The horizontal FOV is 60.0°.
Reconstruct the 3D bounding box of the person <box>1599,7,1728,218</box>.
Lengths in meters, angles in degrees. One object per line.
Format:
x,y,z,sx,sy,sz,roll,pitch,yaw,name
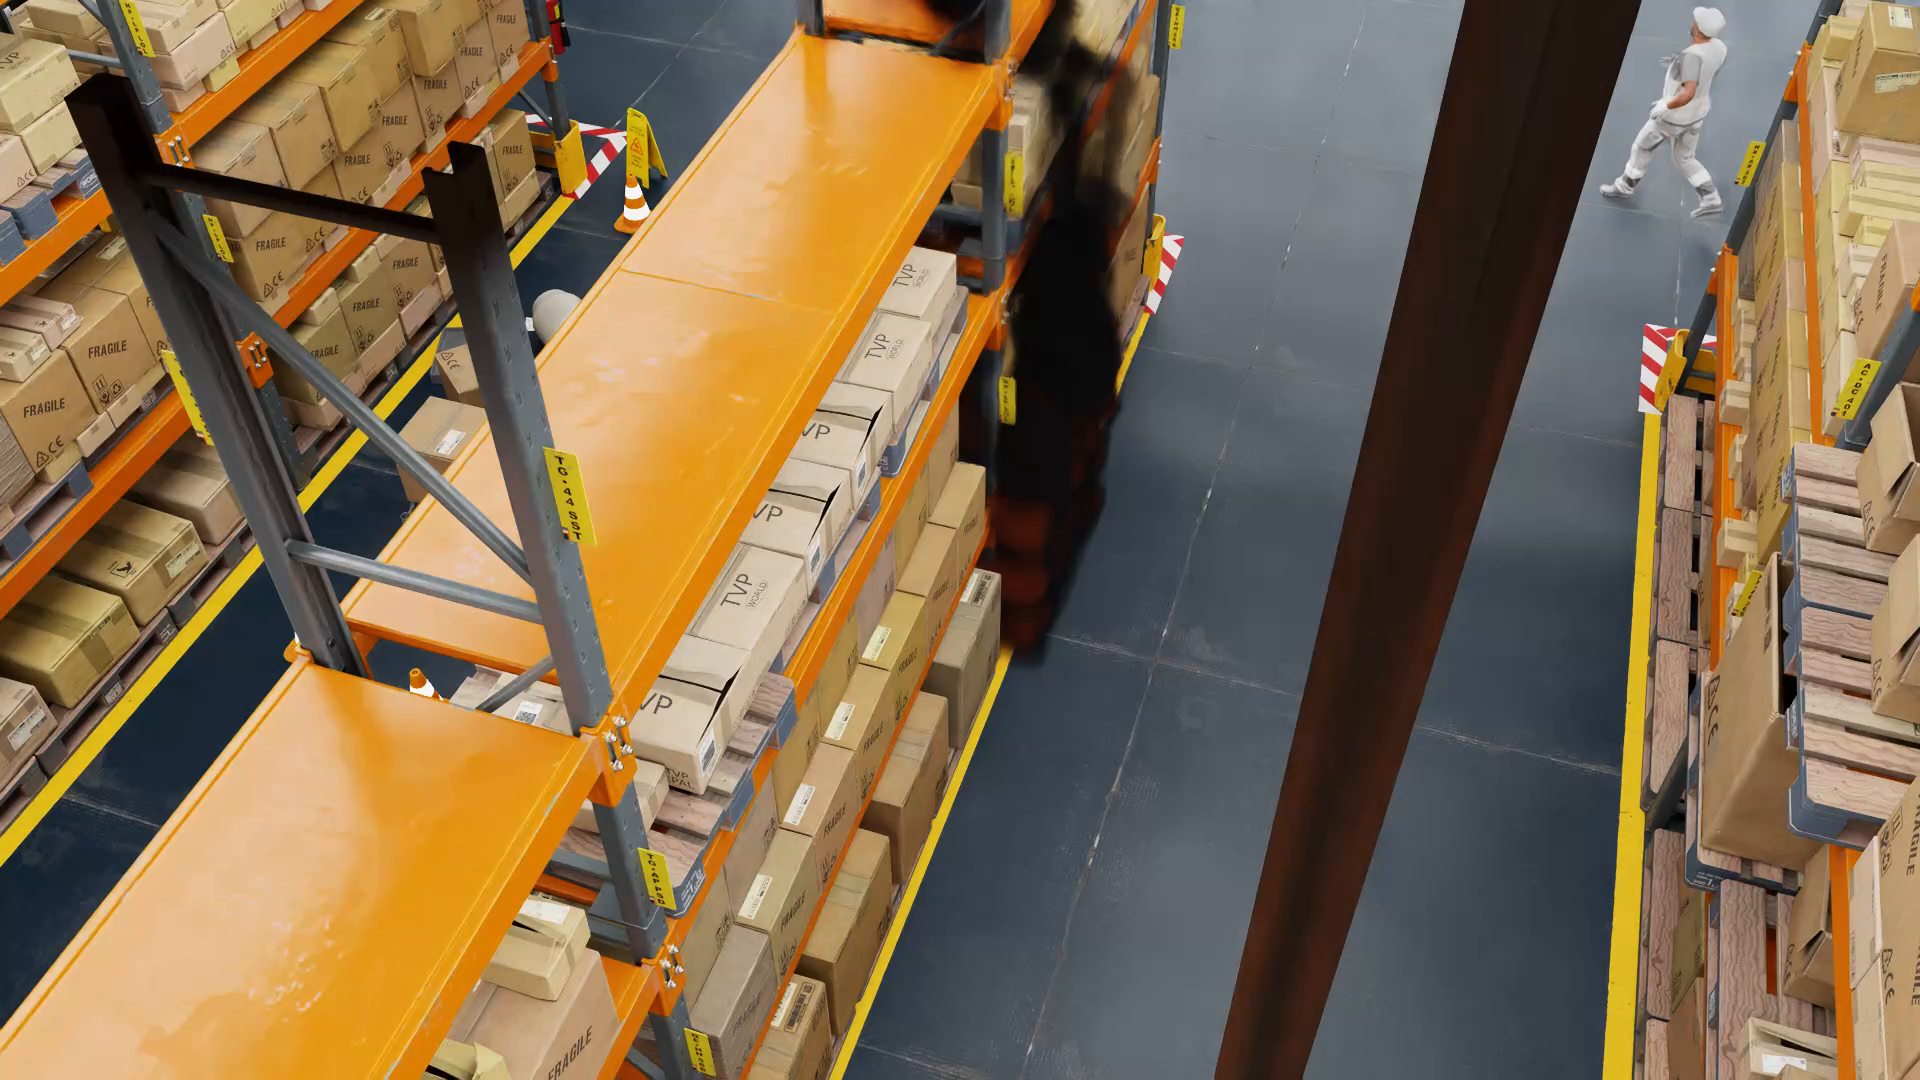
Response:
5.712,-3.314,13.117,0.672,1.803,1.002,-24,51,-22,person
